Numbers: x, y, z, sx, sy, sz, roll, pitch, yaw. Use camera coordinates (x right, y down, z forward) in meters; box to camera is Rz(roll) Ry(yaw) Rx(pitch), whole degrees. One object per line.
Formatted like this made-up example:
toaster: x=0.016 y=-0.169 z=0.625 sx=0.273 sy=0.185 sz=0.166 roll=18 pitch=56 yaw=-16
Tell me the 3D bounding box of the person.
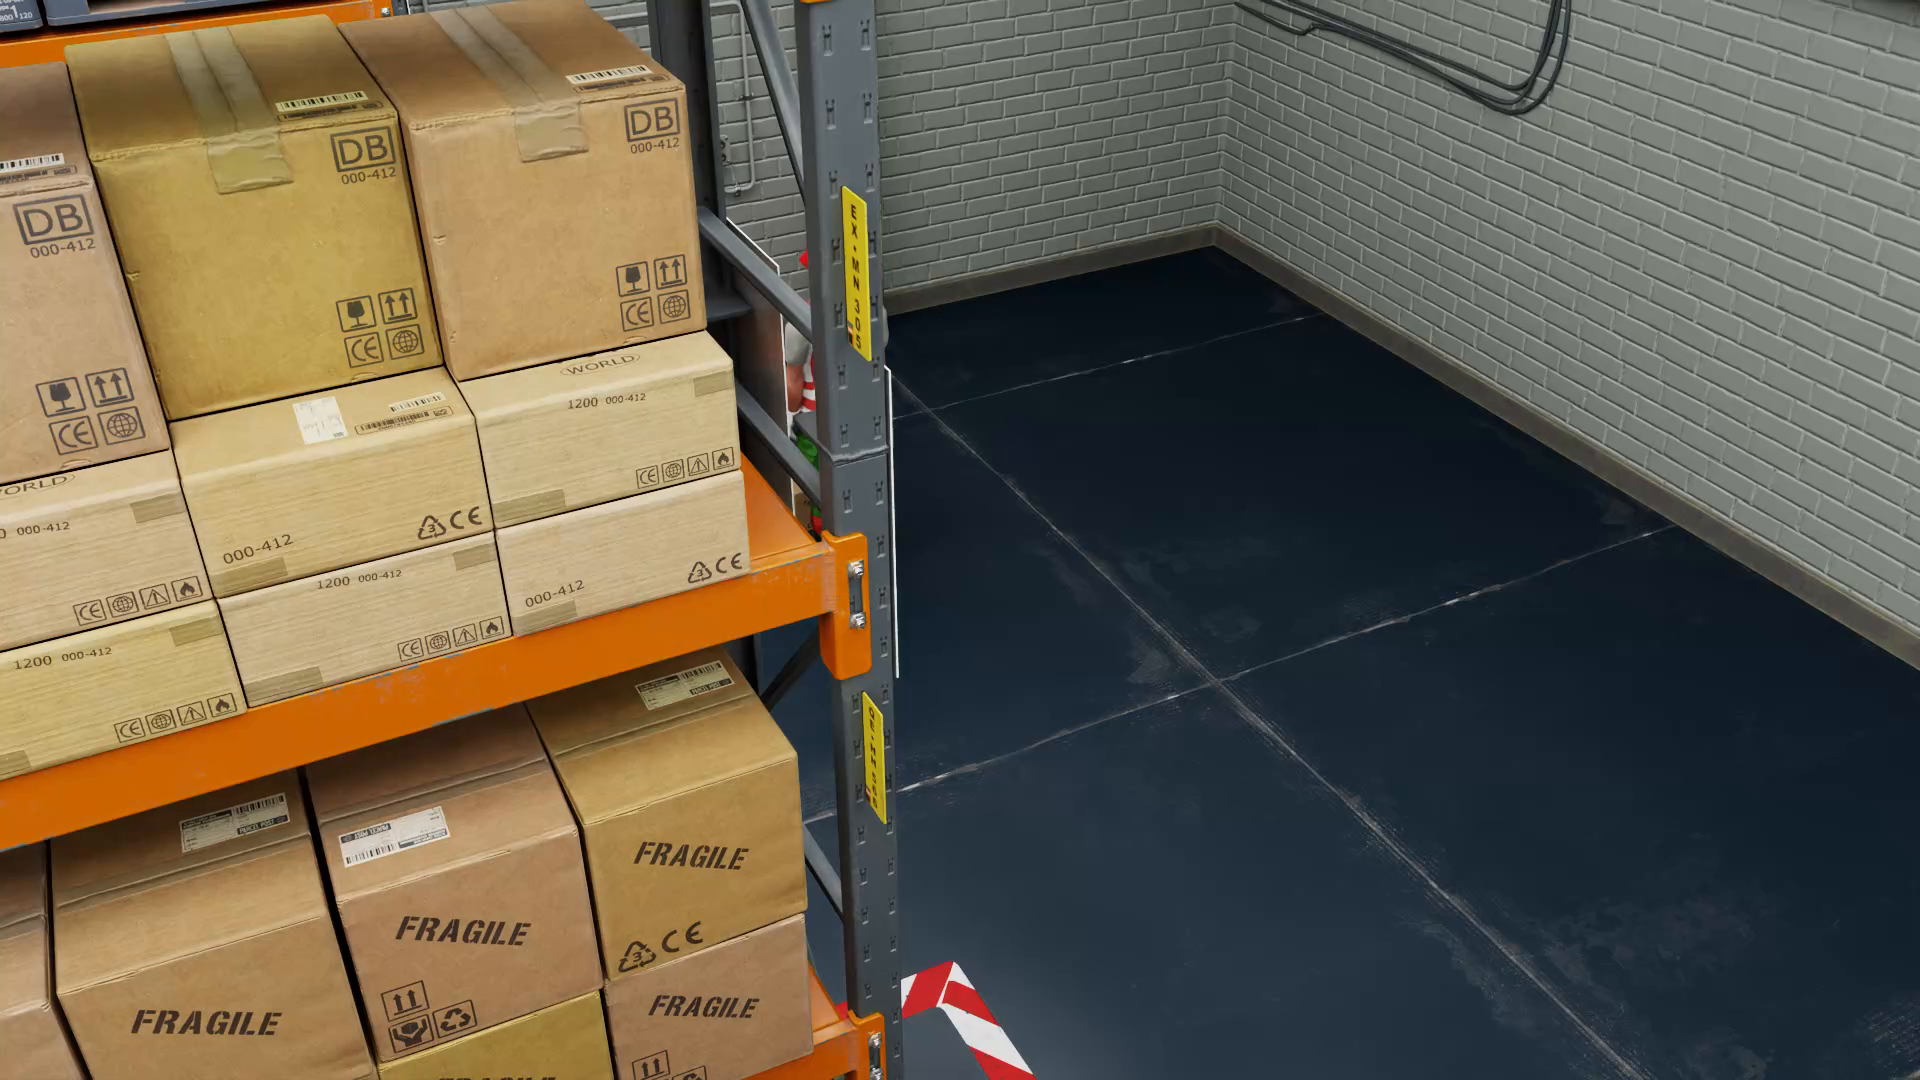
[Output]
person: x=-0.607 y=-0.637 z=8.115 sx=0.527 sy=1.779 sz=0.347 roll=-15 pitch=36 yaw=-22
